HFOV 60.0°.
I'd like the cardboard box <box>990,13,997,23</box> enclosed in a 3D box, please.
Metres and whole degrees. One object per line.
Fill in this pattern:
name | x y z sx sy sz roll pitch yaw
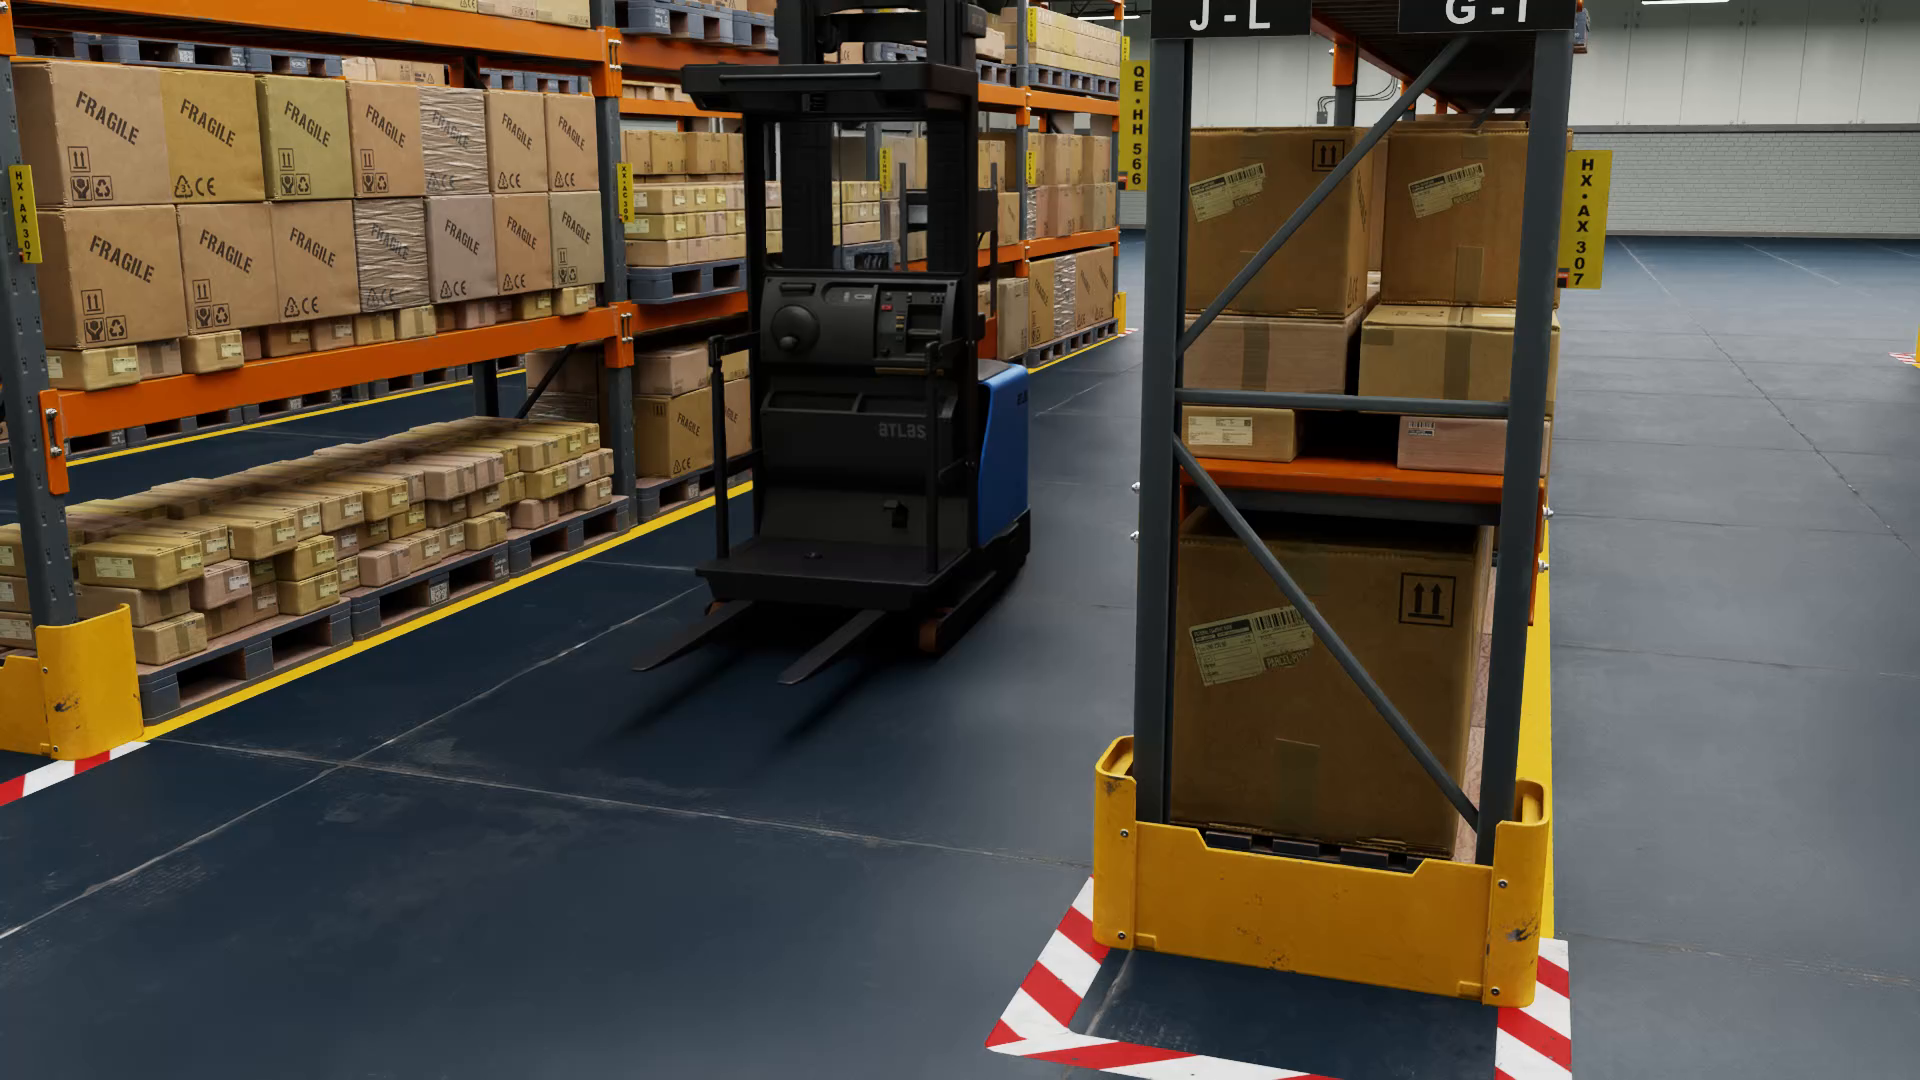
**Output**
cardboard box | 0.171 -5.438 17.437 0.380 0.149 0.250 4 14 18

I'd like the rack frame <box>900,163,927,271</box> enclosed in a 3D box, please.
rack frame | -0.119 -0.948 8.923 0.400 2.100 0.015 3 13 15

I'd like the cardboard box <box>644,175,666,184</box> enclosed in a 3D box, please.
cardboard box | -3.805 -4.064 19.659 0.500 0.500 0.500 4 14 18

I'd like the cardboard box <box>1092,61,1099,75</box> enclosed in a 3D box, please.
cardboard box | 1.369 -5.377 18.961 0.380 0.149 0.250 4 13 18

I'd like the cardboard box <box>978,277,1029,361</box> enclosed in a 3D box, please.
cardboard box | 0.075 -2.221 16.590 1.050 0.750 0.750 4 14 18

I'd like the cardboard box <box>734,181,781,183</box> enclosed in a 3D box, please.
cardboard box | -1.521 -2.640 12.598 0.380 0.149 0.250 4 13 17

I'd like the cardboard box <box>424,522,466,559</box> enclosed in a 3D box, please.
cardboard box | -2.685 -0.006 8.234 0.380 0.149 0.250 5 14 19

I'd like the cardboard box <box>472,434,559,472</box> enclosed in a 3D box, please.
cardboard box | -2.386 -0.467 8.921 0.380 0.149 0.250 4 14 18

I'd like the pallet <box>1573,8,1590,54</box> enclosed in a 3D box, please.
pallet | 3.399 -3.261 10.716 1.213 0.211 1.003 5 14 21

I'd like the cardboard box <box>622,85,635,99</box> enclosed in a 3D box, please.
cardboard box | -3.961 -5.134 19.066 0.380 0.149 0.250 5 14 20

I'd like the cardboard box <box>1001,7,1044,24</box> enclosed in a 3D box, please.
cardboard box | 0.630 -5.285 16.763 0.380 0.149 0.250 4 14 19

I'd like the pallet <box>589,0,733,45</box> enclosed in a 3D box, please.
pallet | -2.097 -3.059 9.830 1.213 0.211 1.003 4 14 18

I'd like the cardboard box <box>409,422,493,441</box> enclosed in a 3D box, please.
cardboard box | -2.850 -0.559 9.324 0.380 0.149 0.250 5 14 21

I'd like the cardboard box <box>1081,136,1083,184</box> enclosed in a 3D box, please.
cardboard box | 0.928 -4.386 19.200 0.875 0.550 0.550 4 14 18

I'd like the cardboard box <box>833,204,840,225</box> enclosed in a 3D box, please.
cardboard box | -1.081 -2.334 11.925 0.380 0.149 0.250 4 14 19

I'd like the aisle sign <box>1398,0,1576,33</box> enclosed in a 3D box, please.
aisle sign | 1.229 -1.576 3.809 0.394 0.787 0.004 4 14 18

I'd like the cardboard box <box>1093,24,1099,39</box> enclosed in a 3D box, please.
cardboard box | 1.368 -5.766 18.871 0.380 0.149 0.250 4 14 19

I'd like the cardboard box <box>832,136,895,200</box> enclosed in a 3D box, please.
cardboard box | -0.949 -3.038 13.586 0.700 0.500 0.500 4 14 18

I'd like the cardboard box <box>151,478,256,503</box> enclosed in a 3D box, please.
cardboard box | -3.483 -0.181 7.667 0.380 0.149 0.250 5 14 20

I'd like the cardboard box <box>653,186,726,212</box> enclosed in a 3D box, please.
cardboard box | -1.665 -2.101 10.235 0.380 0.149 0.250 4 14 19

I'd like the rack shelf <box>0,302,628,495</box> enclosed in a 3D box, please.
rack shelf | -3.045 -0.794 7.842 1.077 0.370 4.000 4 14 18

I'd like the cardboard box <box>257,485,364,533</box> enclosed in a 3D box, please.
cardboard box | -2.922 -0.141 7.490 0.380 0.149 0.250 5 14 21

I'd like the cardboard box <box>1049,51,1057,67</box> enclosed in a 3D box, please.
cardboard box | 0.794 -5.003 17.321 0.380 0.149 0.250 4 14 18

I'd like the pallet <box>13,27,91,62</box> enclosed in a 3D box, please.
pallet | -6.864 -3.467 11.624 0.805 0.209 1.217 4 13 16

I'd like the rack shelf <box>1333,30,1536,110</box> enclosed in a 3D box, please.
rack shelf | 2.910 -2.720 9.541 1.077 0.370 4.000 4 14 18

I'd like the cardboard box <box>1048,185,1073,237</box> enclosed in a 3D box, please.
cardboard box | 0.741 -3.625 18.290 0.875 0.550 0.550 4 14 18

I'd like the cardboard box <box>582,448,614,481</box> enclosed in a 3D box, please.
cardboard box | -2.199 -0.436 9.454 0.380 0.149 0.250 5 14 20

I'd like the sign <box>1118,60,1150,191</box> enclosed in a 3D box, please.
sign | 0.460 -1.067 4.288 0.100 0.325 0.005 4 14 18

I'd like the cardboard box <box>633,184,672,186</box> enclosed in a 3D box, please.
cardboard box | -2.113 -2.254 10.908 0.380 0.149 0.250 4 13 17

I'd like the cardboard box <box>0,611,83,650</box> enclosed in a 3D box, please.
cardboard box | -3.719 0.336 6.739 0.380 0.149 0.250 5 14 19

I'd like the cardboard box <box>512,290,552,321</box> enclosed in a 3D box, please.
cardboard box | -2.392 -1.252 8.798 0.380 0.149 0.250 5 14 21

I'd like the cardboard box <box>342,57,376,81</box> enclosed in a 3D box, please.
cardboard box | -5.475 -4.248 14.919 0.396 0.266 0.258 4 14 18

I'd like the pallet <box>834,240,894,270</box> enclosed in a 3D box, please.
pallet | -1.233 -2.157 12.628 1.213 0.211 1.003 4 14 18

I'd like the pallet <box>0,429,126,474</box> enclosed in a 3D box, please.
pallet | -6.936 -0.709 12.121 1.003 0.211 1.213 4 14 18

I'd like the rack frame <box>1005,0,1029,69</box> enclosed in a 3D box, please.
rack frame | 0.191 -6.175 16.320 1.000 3.000 0.127 4 14 18

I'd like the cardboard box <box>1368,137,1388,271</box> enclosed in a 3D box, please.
cardboard box | 1.535 -1.329 6.555 0.500 0.500 0.500 4 13 17

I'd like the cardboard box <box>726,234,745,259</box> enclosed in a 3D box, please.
cardboard box | -1.584 -1.862 10.525 0.380 0.149 0.250 4 14 19

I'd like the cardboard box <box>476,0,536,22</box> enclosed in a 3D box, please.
cardboard box | -2.474 -2.728 8.295 0.500 0.250 0.500 4 14 18

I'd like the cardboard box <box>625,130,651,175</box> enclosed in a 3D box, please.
cardboard box | -3.992 -4.450 19.102 0.700 0.500 0.500 4 14 19

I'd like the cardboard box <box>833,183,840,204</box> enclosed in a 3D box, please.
cardboard box | -1.079 -2.480 11.895 0.380 0.149 0.250 5 14 20

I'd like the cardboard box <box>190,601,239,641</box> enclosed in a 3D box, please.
cardboard box | -3.212 0.313 6.837 0.380 0.149 0.250 4 14 18

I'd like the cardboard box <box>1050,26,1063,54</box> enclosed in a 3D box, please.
cardboard box | 0.776 -5.227 17.408 0.500 0.250 0.500 4 14 18

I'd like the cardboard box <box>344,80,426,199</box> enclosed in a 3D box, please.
cardboard box | -2.787 -1.802 7.504 0.500 0.500 0.500 4 13 17

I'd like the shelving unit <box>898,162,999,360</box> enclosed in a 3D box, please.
shelving unit | -0.054 -1.001 9.152 0.431 2.100 0.503 3 13 15

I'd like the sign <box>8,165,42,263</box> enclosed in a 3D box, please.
sign | -3.179 -1.107 5.650 0.100 0.325 0.005 4 14 18

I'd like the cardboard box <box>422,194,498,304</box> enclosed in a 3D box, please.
cardboard box | -2.618 -1.424 8.091 0.500 0.500 0.500 4 14 18

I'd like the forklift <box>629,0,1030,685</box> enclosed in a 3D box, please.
forklift | -0.522 -0.992 7.391 1.129 2.867 3.031 4 13 16

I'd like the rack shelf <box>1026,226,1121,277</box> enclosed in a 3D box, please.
rack shelf | 0.838 -3.321 18.912 1.077 0.370 4.000 4 14 18

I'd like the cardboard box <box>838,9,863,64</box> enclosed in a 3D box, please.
cardboard box | -1.048 -3.781 12.345 0.500 0.500 0.500 4 14 18

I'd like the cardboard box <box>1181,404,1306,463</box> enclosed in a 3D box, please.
cardboard box | 0.772 -0.321 4.720 0.380 0.149 0.250 5 14 19

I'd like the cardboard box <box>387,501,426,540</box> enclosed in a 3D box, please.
cardboard box | -2.815 -0.112 8.032 0.380 0.149 0.250 5 14 21

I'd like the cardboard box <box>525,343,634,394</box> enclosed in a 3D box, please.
cardboard box | -2.396 -1.093 10.522 0.500 0.250 0.500 4 13 17

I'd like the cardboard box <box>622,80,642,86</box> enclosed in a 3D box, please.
cardboard box | -3.966 -5.302 18.903 0.500 0.250 0.500 4 14 18

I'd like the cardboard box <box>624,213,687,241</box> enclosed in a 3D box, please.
cardboard box | -1.835 -1.843 9.774 0.380 0.149 0.250 5 14 19

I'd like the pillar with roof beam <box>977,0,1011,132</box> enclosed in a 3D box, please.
pillar with roof beam | 4.773 -13.634 48.999 9.100 9.000 0.548 4 14 18

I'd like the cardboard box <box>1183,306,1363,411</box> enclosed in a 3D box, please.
cardboard box | 0.874 -0.538 4.774 0.500 0.250 0.500 4 13 17

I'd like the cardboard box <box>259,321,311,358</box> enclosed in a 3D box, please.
cardboard box | -3.031 -0.875 7.145 0.380 0.149 0.250 4 14 18

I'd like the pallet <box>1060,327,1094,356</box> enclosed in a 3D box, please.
pallet | 0.904 -2.303 19.103 1.003 0.211 1.213 4 14 18

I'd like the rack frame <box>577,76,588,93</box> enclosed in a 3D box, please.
rack frame | -4.526 -3.585 18.455 1.000 3.000 0.127 4 14 18
